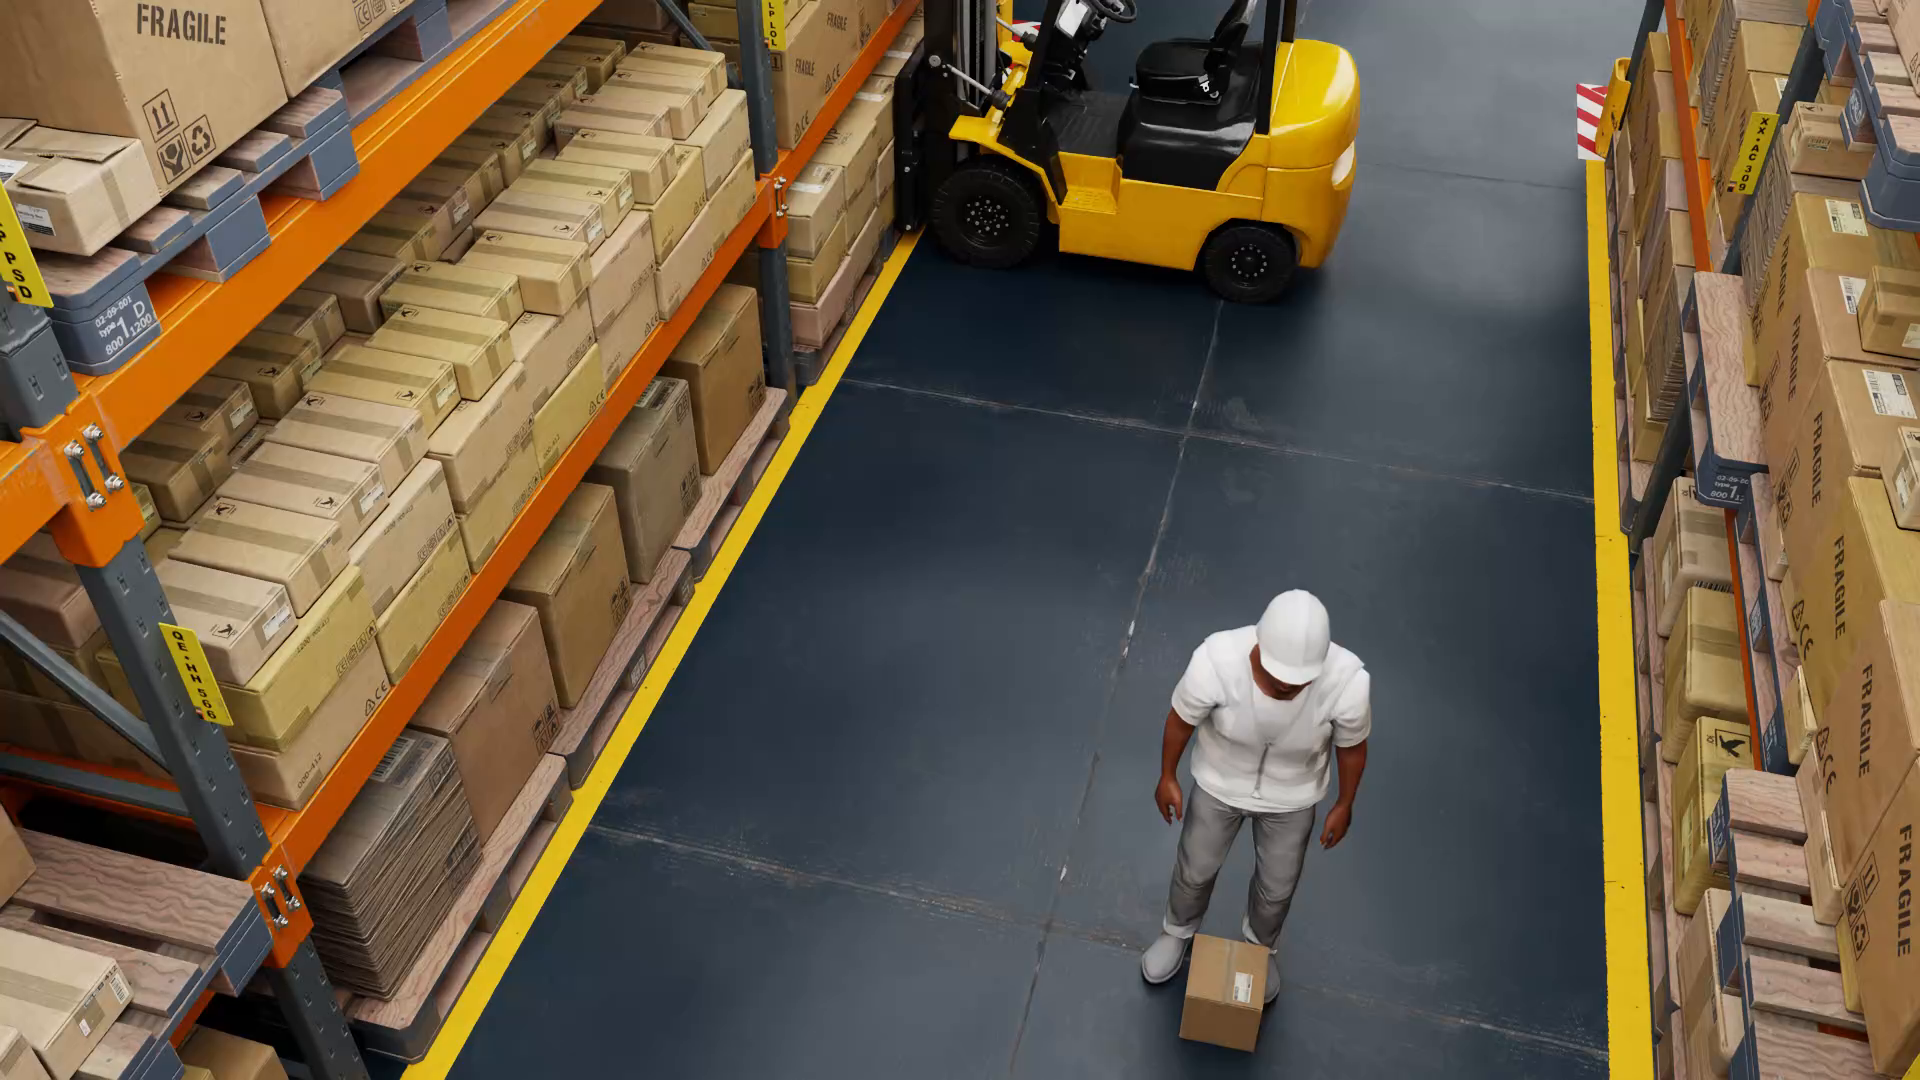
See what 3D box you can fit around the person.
[{"bbox_3d":[0.929,0.795,5.223,0.625,1.759,0.461,8,41,9],"label":"person"}]
